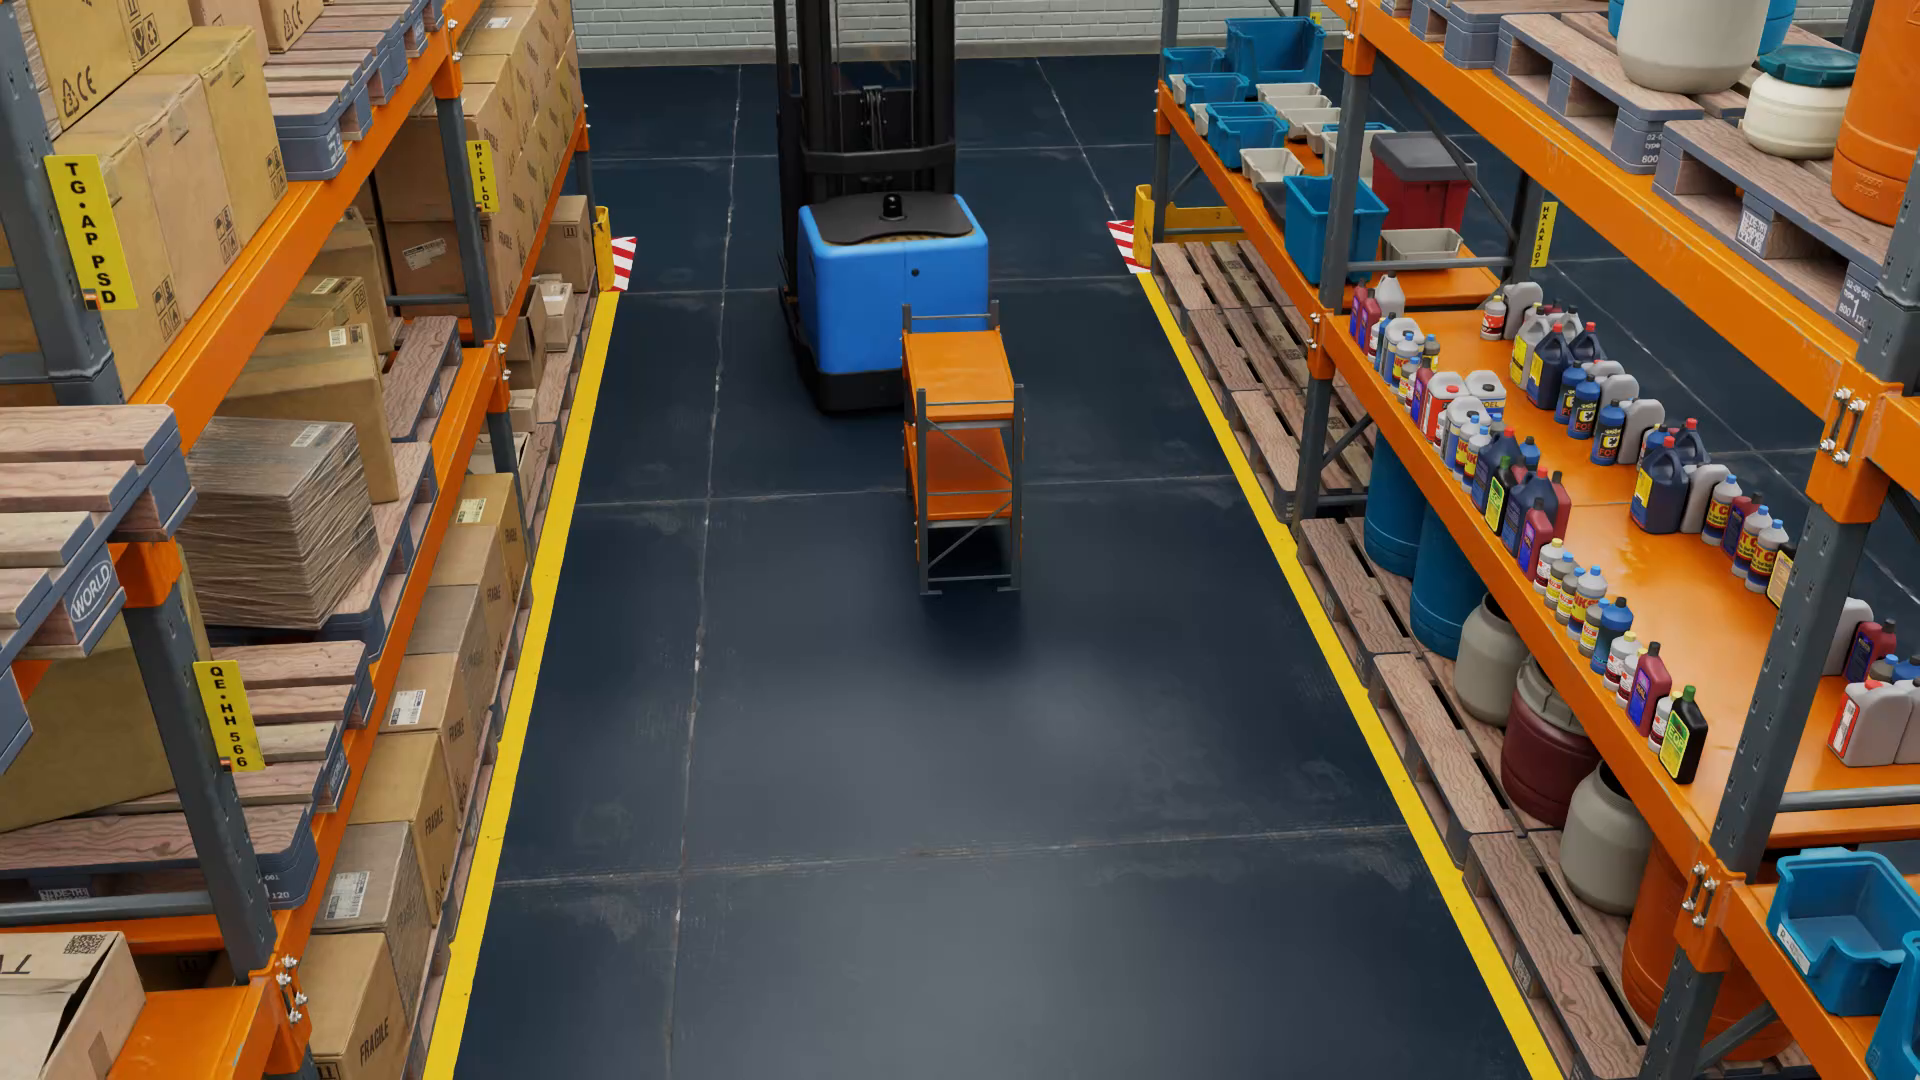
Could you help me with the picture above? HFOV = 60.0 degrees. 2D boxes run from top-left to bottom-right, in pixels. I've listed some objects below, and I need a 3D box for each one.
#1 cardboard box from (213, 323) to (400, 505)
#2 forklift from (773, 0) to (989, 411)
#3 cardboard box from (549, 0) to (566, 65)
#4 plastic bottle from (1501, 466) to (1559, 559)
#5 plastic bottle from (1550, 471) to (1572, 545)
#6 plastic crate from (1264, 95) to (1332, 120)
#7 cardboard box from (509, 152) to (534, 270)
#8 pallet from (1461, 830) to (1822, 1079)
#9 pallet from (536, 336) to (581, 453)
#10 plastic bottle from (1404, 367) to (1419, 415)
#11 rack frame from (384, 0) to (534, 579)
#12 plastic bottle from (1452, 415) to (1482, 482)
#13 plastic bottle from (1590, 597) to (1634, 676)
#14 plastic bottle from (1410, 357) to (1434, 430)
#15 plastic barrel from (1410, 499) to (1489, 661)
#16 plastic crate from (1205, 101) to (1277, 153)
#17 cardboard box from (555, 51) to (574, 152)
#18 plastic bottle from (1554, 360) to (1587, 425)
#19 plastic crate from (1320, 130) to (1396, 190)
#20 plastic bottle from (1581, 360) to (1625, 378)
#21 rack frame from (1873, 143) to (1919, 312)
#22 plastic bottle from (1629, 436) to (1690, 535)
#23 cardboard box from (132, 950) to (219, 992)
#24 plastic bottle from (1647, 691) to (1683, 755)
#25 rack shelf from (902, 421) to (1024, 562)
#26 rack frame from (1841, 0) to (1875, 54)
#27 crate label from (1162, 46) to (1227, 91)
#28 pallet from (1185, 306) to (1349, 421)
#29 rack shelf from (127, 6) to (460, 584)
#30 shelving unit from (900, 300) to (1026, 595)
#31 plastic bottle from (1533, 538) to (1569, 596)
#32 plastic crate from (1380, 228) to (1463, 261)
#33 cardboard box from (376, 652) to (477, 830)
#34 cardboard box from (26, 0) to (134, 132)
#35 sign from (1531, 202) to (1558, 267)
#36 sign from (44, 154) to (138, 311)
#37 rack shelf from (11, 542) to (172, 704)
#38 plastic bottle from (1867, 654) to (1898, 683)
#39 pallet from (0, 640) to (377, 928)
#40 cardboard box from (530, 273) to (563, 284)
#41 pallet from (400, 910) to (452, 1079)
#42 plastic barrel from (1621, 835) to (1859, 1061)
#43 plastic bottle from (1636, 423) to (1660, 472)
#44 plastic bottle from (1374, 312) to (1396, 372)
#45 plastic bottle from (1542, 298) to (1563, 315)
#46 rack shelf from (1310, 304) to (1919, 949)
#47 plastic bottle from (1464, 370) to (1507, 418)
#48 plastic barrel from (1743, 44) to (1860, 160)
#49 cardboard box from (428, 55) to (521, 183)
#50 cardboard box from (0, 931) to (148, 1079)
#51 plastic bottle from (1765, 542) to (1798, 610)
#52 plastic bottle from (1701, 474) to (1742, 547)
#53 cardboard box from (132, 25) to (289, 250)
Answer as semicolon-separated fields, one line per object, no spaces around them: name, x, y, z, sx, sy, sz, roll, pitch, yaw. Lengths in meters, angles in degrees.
cardboard box;-2.449;-0.416;6.014;0.700;0.500;0.500;-11;32;-17
forklift;-0.627;-2.769;10.528;1.130;2.935;3.031;-6;31;-10
cardboard box;-2.686;-3.134;10.000;0.500;0.500;0.500;-2;31;-3
plastic bottle;2.088;-0.117;6.068;0.144;0.351;0.185;-3;31;-5
plastic bottle;2.188;-0.106;6.116;0.061;0.283;0.133;-3;31;-5
plastic crate;2.152;-2.726;10.587;0.396;0.136;0.243;-3;31;-5
cardboard box;-2.503;-1.669;8.522;0.500;0.500;0.500;-2;31;-4
pallet;2.515;1.512;6.013;1.003;0.211;1.213;-3;31;-5
pallet;-2.856;-0.869;10.000;1.003;0.211;1.213;-3;31;-5
plastic bottle;1.957;-0.641;7.091;0.097;0.201;0.097;0;31;0
rack frame;-2.675;-1.092;7.653;1.000;3.000;0.127;-3;31;-5
plastic bottle;2.013;-0.366;6.563;0.097;0.271;0.097;0;31;0
plastic bottle;2.136;0.307;5.436;0.097;0.271;0.097;0;31;0
plastic bottle;1.949;-0.616;6.970;0.061;0.283;0.133;-3;31;-5
plastic barrel;2.357;0.033;7.406;0.600;0.901;0.708;-3;31;-5
plastic crate;1.701;-2.509;10.130;0.416;0.233;0.300;-3;31;-5
cardboard box;-2.684;-2.697;10.242;0.500;0.500;0.500;-2;31;-4
plastic bottle;2.574;-0.627;7.000;0.097;0.271;0.097;0;31;0
plastic crate;2.298;-2.090;9.382;0.437;0.282;0.530;-3;31;-5
plastic bottle;2.697;-0.644;7.024;0.152;0.276;0.135;-3;31;-5
rack frame;2.631;-1.861;3.089;1.000;3.000;0.127;-3;31;-5
plastic bottle;2.633;-0.214;6.231;0.144;0.351;0.185;-3;31;-5
cardboard box;-2.623;1.368;5.542;0.500;0.500;0.500;-2;31;-3
plastic bottle;2.175;0.554;5.090;0.097;0.201;0.097;0;31;0
rack shelf;-0.001;-0.276;8.593;0.538;0.278;1.000;-3;31;-5
rack frame;6.814;-3.607;11.863;1.000;3.000;0.127;-3;31;-5
crate label;1.578;-3.181;11.256;0.416;0.233;0.303;-3;31;-5
pallet;2.032;-1.128;10.432;1.003;0.211;1.213;-3;31;-5
rack shelf;-2.488;-1.050;5.358;1.077;0.370;4.000;-3;31;-5
shelving unit;-0.001;-0.486;8.467;0.538;1.125;1.048;-3;31;-5
plastic bottle;2.090;0.089;5.870;0.097;0.201;0.097;0;31;0
plastic crate;2.356;-1.484;8.508;0.396;0.136;0.243;-3;31;-5
cardboard box;-2.210;0.799;6.496;0.500;0.500;0.500;-4;31;-6
cardboard box;-2.384;-1.293;3.992;0.500;0.500;0.500;-3;31;-5
sign;2.805;-1.471;8.018;0.100;0.325;0.005;-3;31;-5
sign;-1.748;-0.616;3.349;0.100;0.325;0.005;-3;31;-5
rack shelf;-2.115;0.993;1.939;1.077;0.370;4.000;-3;31;-5
plastic bottle;2.919;0.454;5.259;0.097;0.201;0.097;0;31;0
pallet;-2.435;0.690;4.857;1.213;0.211;1.003;-3;31;-5
cardboard box;-2.805;-1.630;10.887;0.380;0.166;0.250;-3;31;-5
pallet;-2.334;1.765;5.590;1.003;0.211;1.213;-3;31;-5
plastic barrel;2.568;1.217;5.493;0.600;0.830;0.708;-3;31;-5
plastic bottle;2.769;-0.367;6.633;0.097;0.201;0.097;0;31;0
plastic bottle;1.917;-0.888;7.438;0.097;0.271;0.097;0;31;0
plastic bottle;2.683;-0.975;7.572;0.061;0.283;0.133;-3;31;-5
rack shelf;2.444;0.003;6.522;1.077;0.370;4.000;-3;31;-5
plastic bottle;2.159;-0.554;6.873;0.152;0.276;0.135;-3;31;-5
plastic barrel;2.384;-1.234;4.691;0.301;0.262;0.301;0;31;0
cardboard box;-2.488;-2.081;8.237;0.500;0.500;0.500;-4;31;-6
cardboard box;-2.311;1.177;3.942;0.500;0.311;0.500;-1;31;-1
plastic bottle;2.880;0.104;5.764;0.061;0.283;0.133;-3;31;-5
plastic bottle;2.821;-0.116;6.145;0.097;0.271;0.097;0;31;0
cardboard box;-2.472;-1.127;4.689;0.910;0.500;0.500;-3;31;-5
